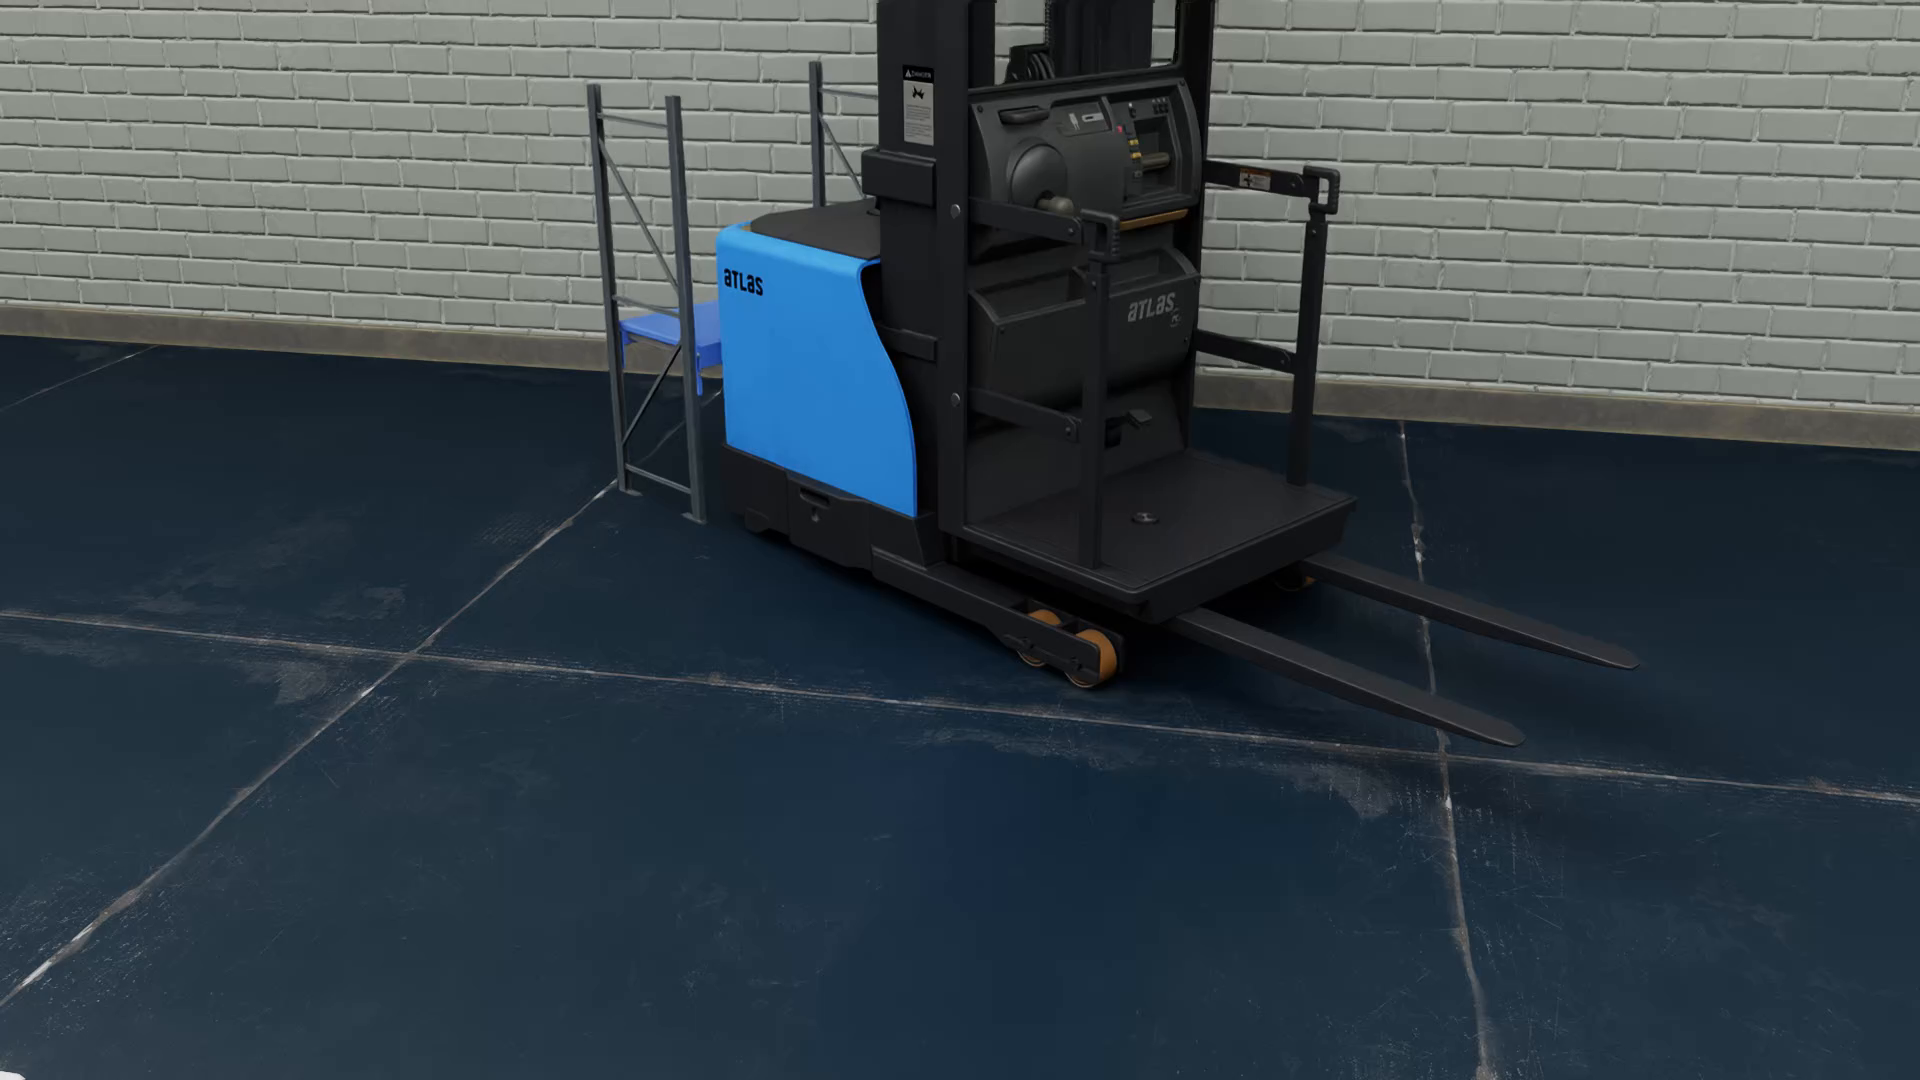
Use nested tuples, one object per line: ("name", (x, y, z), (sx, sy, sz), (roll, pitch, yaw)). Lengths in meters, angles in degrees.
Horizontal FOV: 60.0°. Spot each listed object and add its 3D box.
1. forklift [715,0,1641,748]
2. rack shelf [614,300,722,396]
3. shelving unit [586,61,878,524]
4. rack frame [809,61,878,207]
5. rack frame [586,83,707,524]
("forklift", (0.538, -1.149, 4.784), (1.130, 2.935, 3.031), (-20, 29, -40))
("rack shelf", (-0.751, -0.791, 6.292), (0.538, 0.185, 1.000), (20, 29, 40))
("shelving unit", (-0.751, -0.958, 6.225), (0.538, 1.500, 1.048), (20, 29, 40))
("rack frame", (-0.397, -1.094, 6.562), (0.500, 1.500, 0.032), (20, 29, 40))
("rack frame", (-1.106, -0.822, 5.887), (0.500, 1.500, 0.032), (20, 29, 40))
